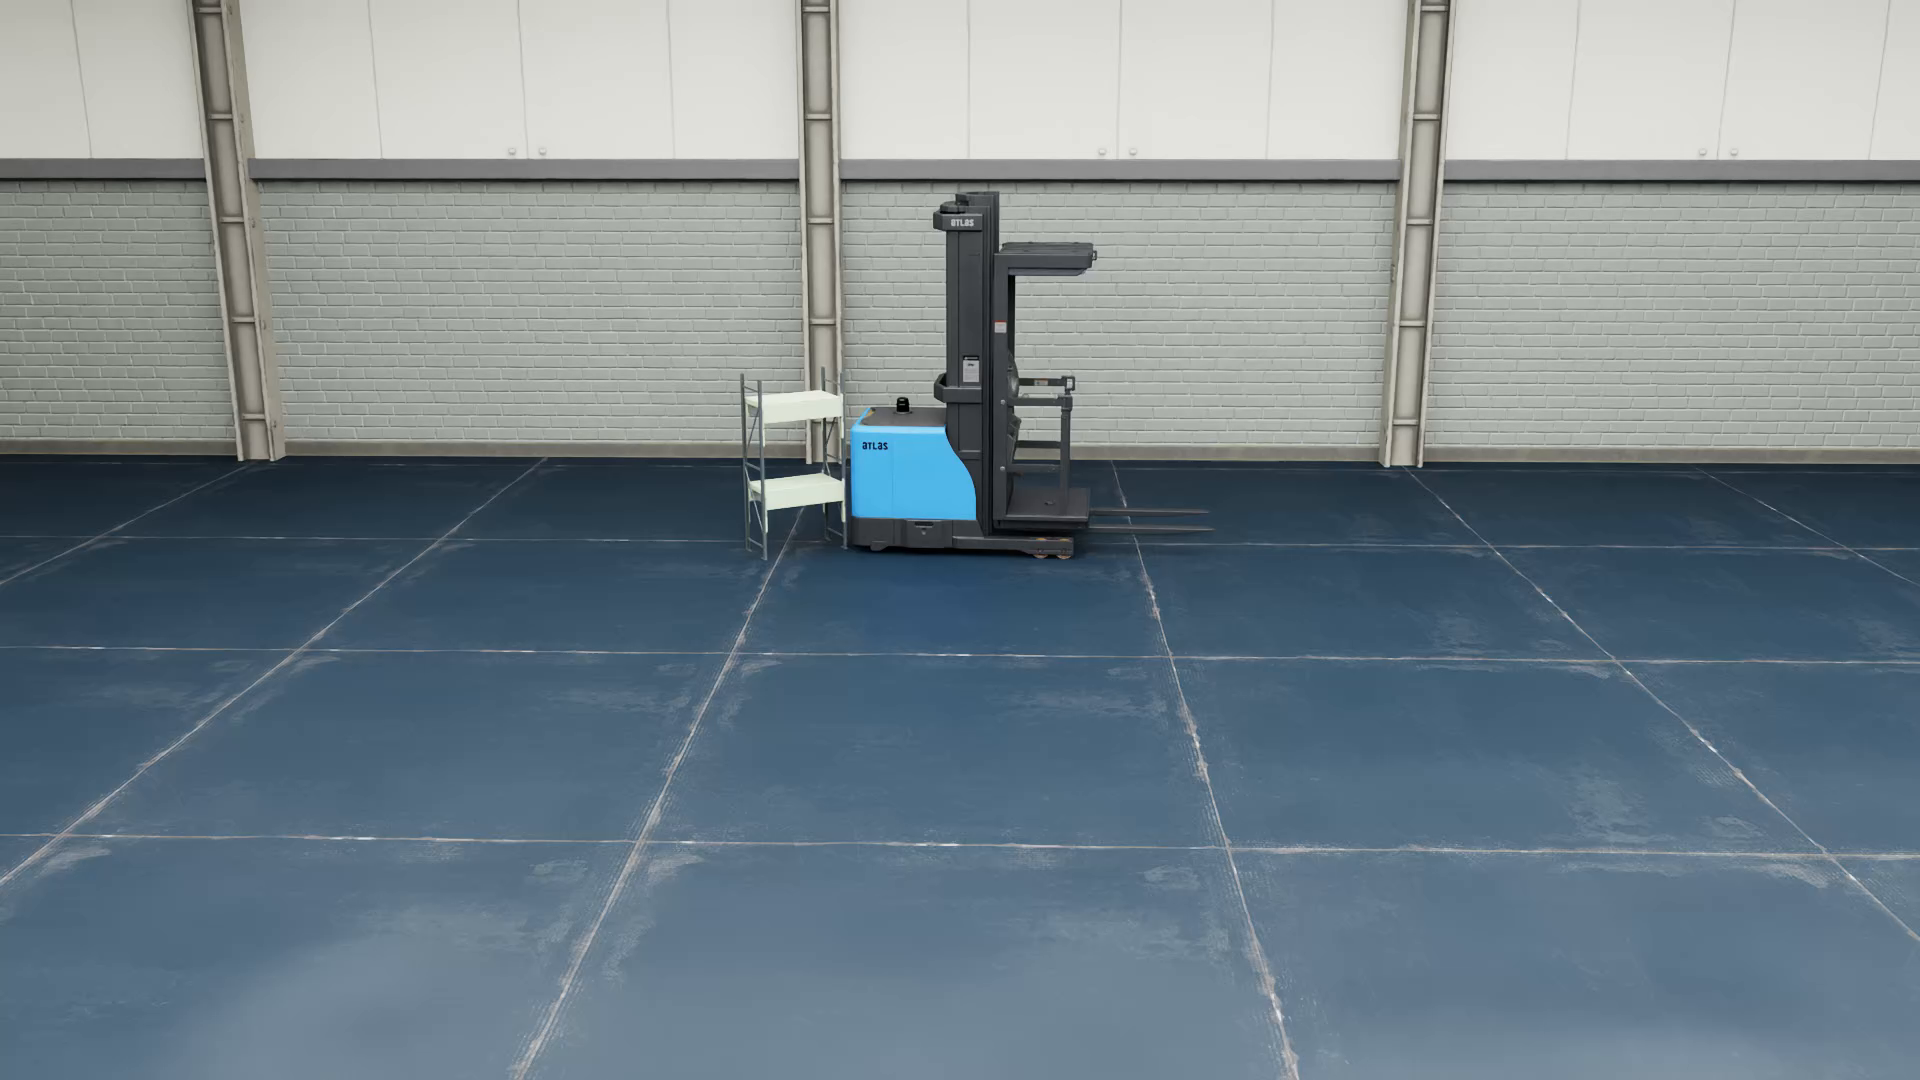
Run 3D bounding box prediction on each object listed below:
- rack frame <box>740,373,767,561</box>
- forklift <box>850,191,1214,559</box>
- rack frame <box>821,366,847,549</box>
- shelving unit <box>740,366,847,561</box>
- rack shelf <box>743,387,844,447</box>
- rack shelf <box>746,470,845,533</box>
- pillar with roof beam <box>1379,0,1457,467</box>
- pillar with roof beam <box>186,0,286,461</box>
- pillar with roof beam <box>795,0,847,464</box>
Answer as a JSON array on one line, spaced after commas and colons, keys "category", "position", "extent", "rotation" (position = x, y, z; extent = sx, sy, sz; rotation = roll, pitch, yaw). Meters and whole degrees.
[{"category": "rack frame", "position": [-1.697, -0.600, 13.671], "extent": [0.023, 1.500, 0.400], "rotation": [-8, 17, -29]}, {"category": "forklift", "position": [0.627, -1.403, 13.912], "extent": [3.031, 2.935, 1.130], "rotation": [1, 15, 5]}, {"category": "rack frame", "position": [-1.061, -0.692, 14.021], "extent": [0.023, 1.500, 0.400], "rotation": [-8, 17, -29]}, {"category": "shelving unit", "position": [-1.379, -0.646, 13.846], "extent": [0.755, 1.500, 0.431], "rotation": [-8, 17, -29]}, {"category": "rack shelf", "position": [-1.379, -1.023, 13.747], "extent": [0.720, 0.370, 0.431], "rotation": [-8, 17, -29]}, {"category": "rack shelf", "position": [-1.379, -0.331, 13.929], "extent": [0.720, 0.370, 0.431], "rotation": [-8, 17, -29]}, {"category": "pillar with roof beam", "position": [4.484, -4.048, 12.043], "extent": [0.400, 9.000, 9.100], "rotation": [0, 15, 1]}, {"category": "pillar with roof beam", "position": [-7.512, -4.126, 12.340], "extent": [0.400, 9.000, 9.100], "rotation": [0, 15, 1]}, {"category": "pillar with roof beam", "position": [-1.514, -4.087, 12.192], "extent": [0.400, 9.000, 9.100], "rotation": [0, 15, 1]}]
